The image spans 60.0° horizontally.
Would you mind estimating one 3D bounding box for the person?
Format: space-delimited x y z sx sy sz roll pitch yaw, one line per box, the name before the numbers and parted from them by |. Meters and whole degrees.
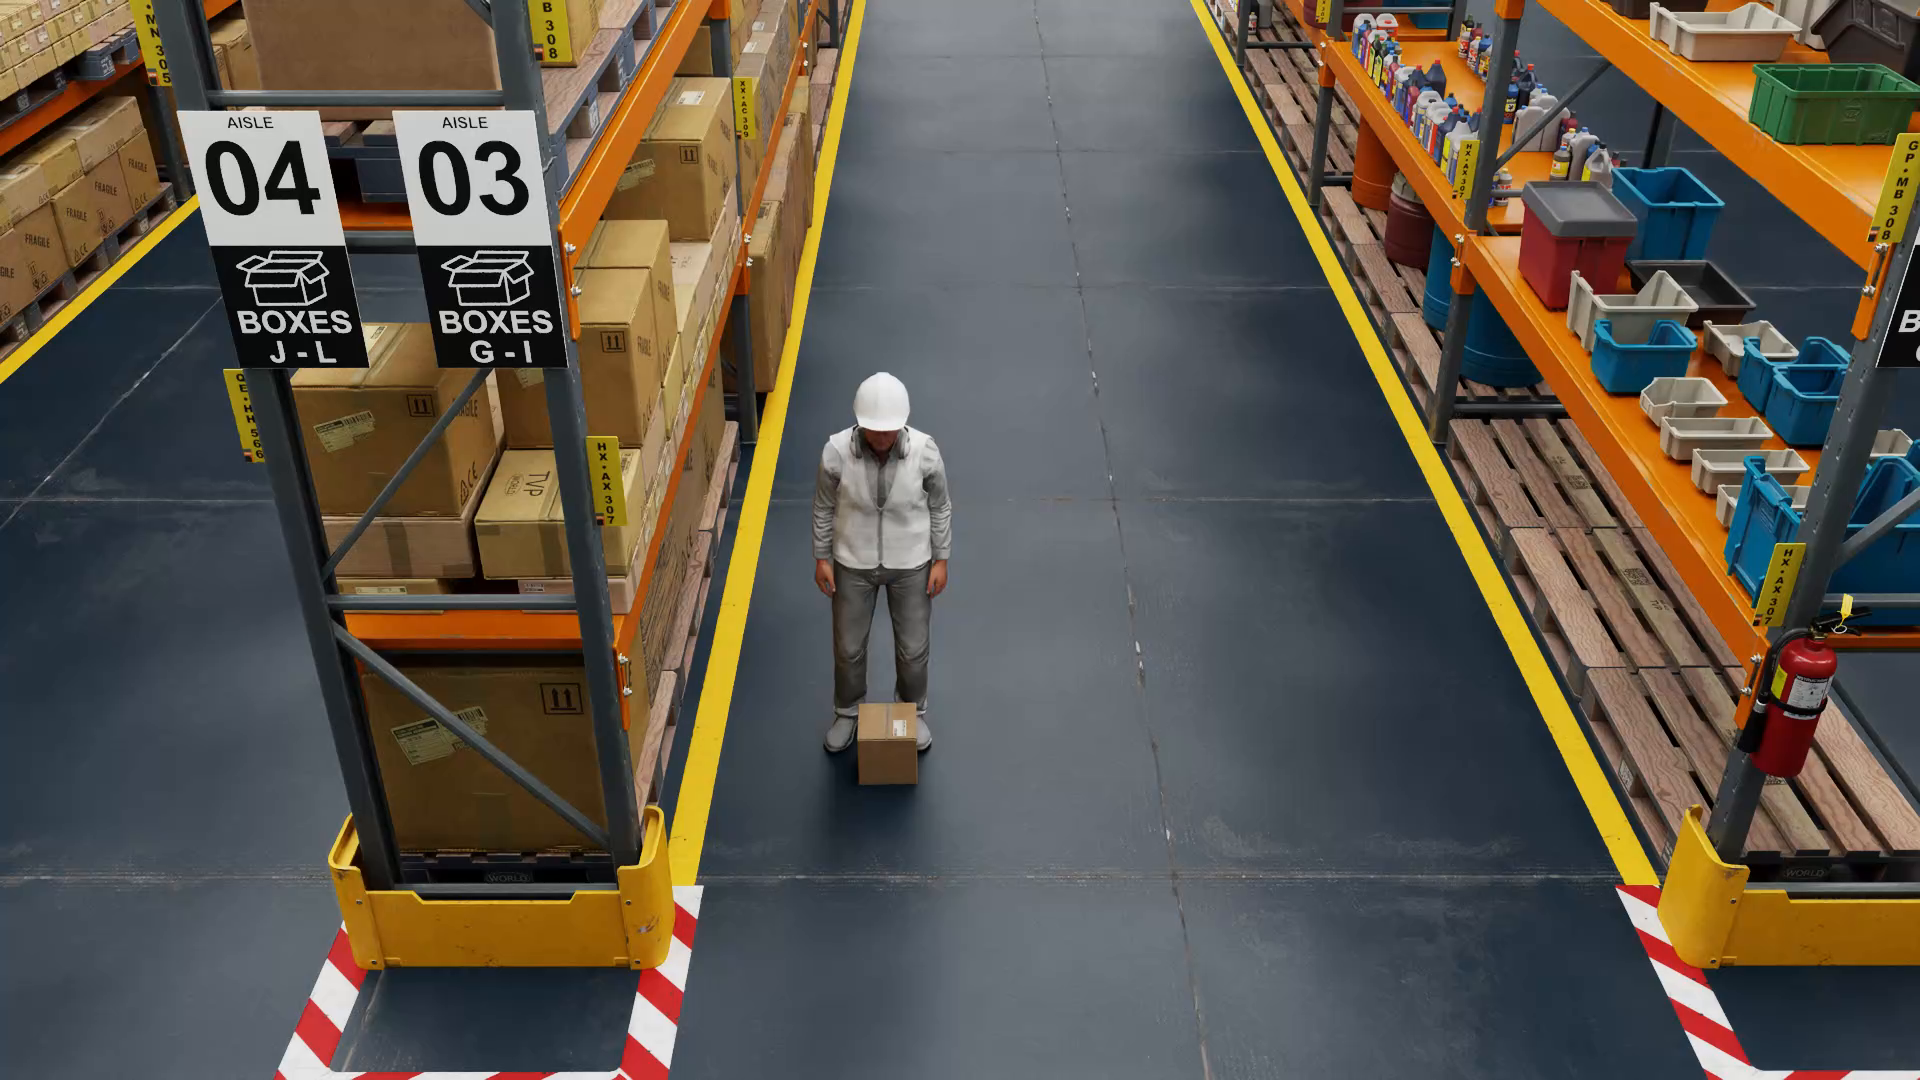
person | -0.326 0.090 6.965 0.578 1.767 0.462 -1 31 -1
